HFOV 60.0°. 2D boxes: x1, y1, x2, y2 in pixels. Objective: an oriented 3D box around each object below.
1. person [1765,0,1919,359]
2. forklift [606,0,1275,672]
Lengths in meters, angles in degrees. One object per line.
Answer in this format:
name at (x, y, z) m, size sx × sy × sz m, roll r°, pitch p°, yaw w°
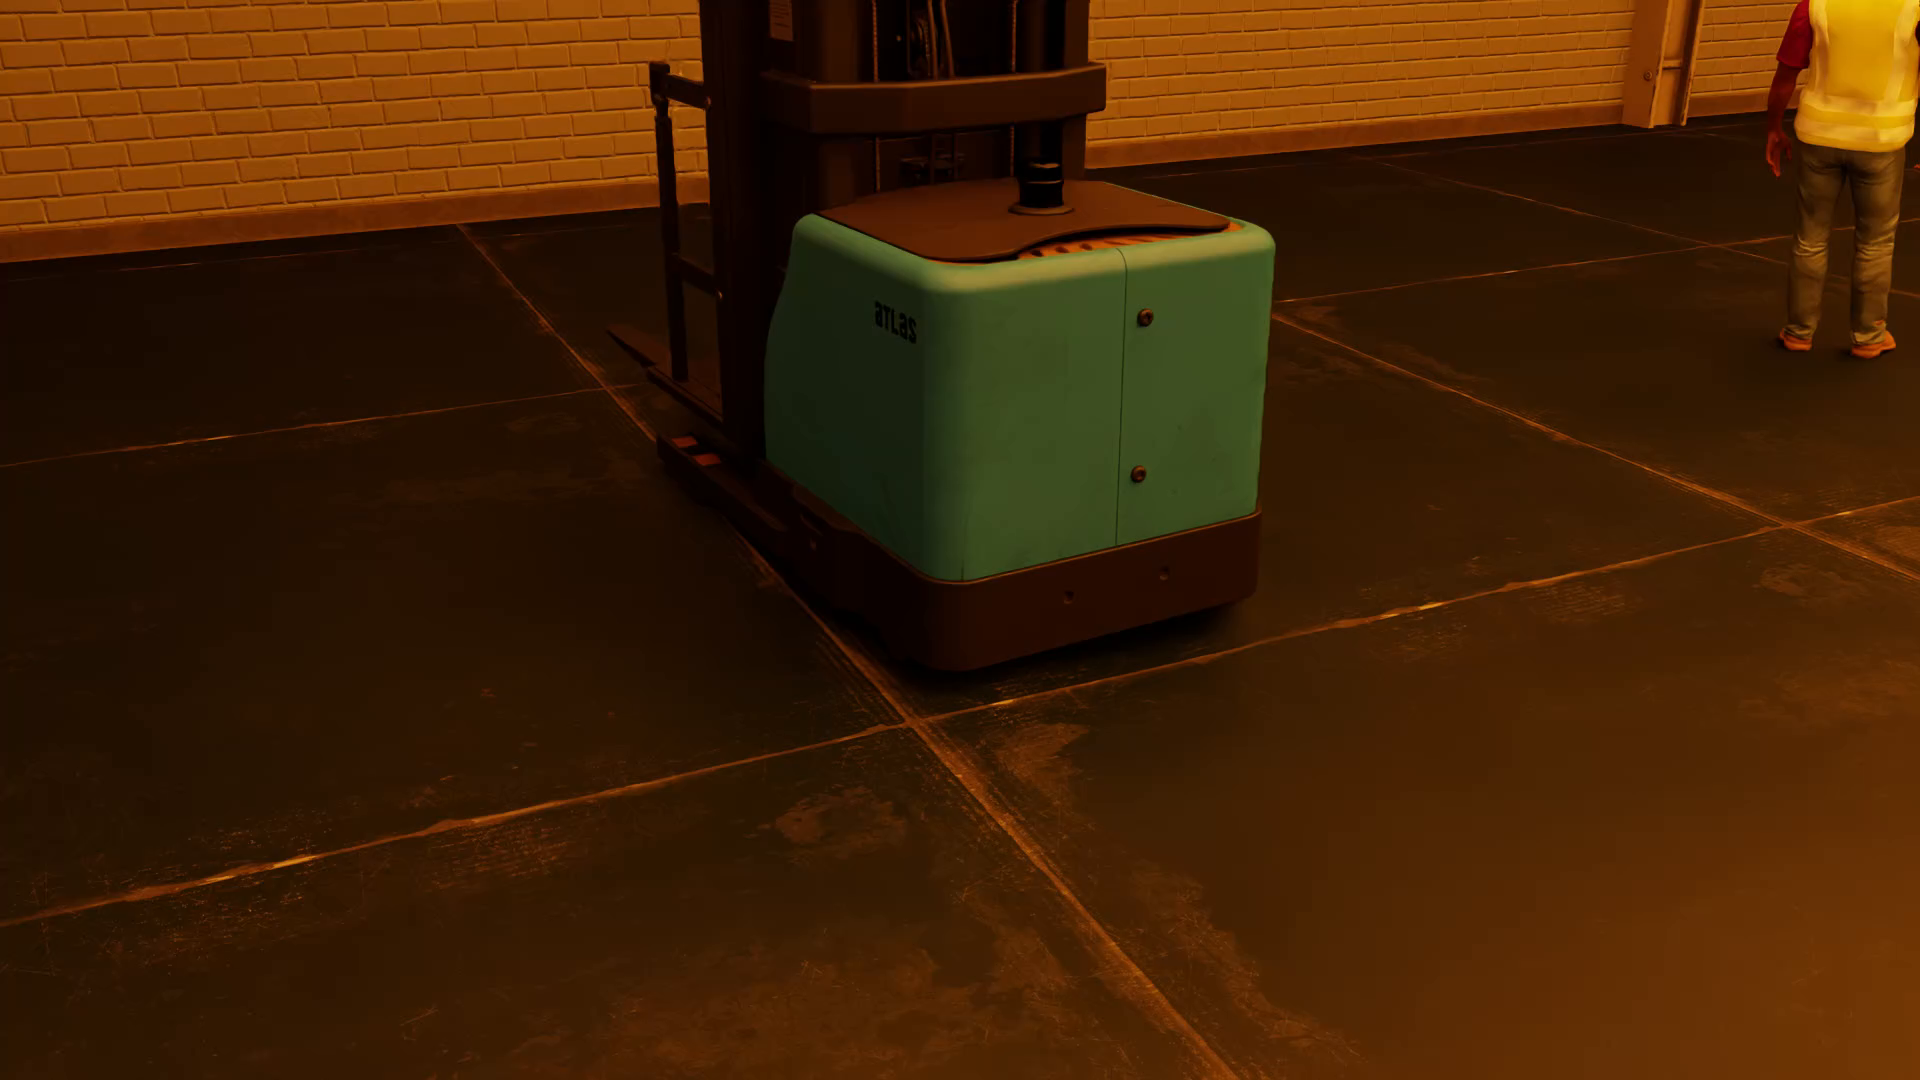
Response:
person at (3.620, -1.628, 6.722) m, size 0.663 × 1.773 × 0.536 m, roll 15°, pitch 27°, yaw 32°
forklift at (-0.350, -1.548, 5.013) m, size 1.130 × 2.935 × 3.031 m, roll -12°, pitch 26°, yaw -27°
